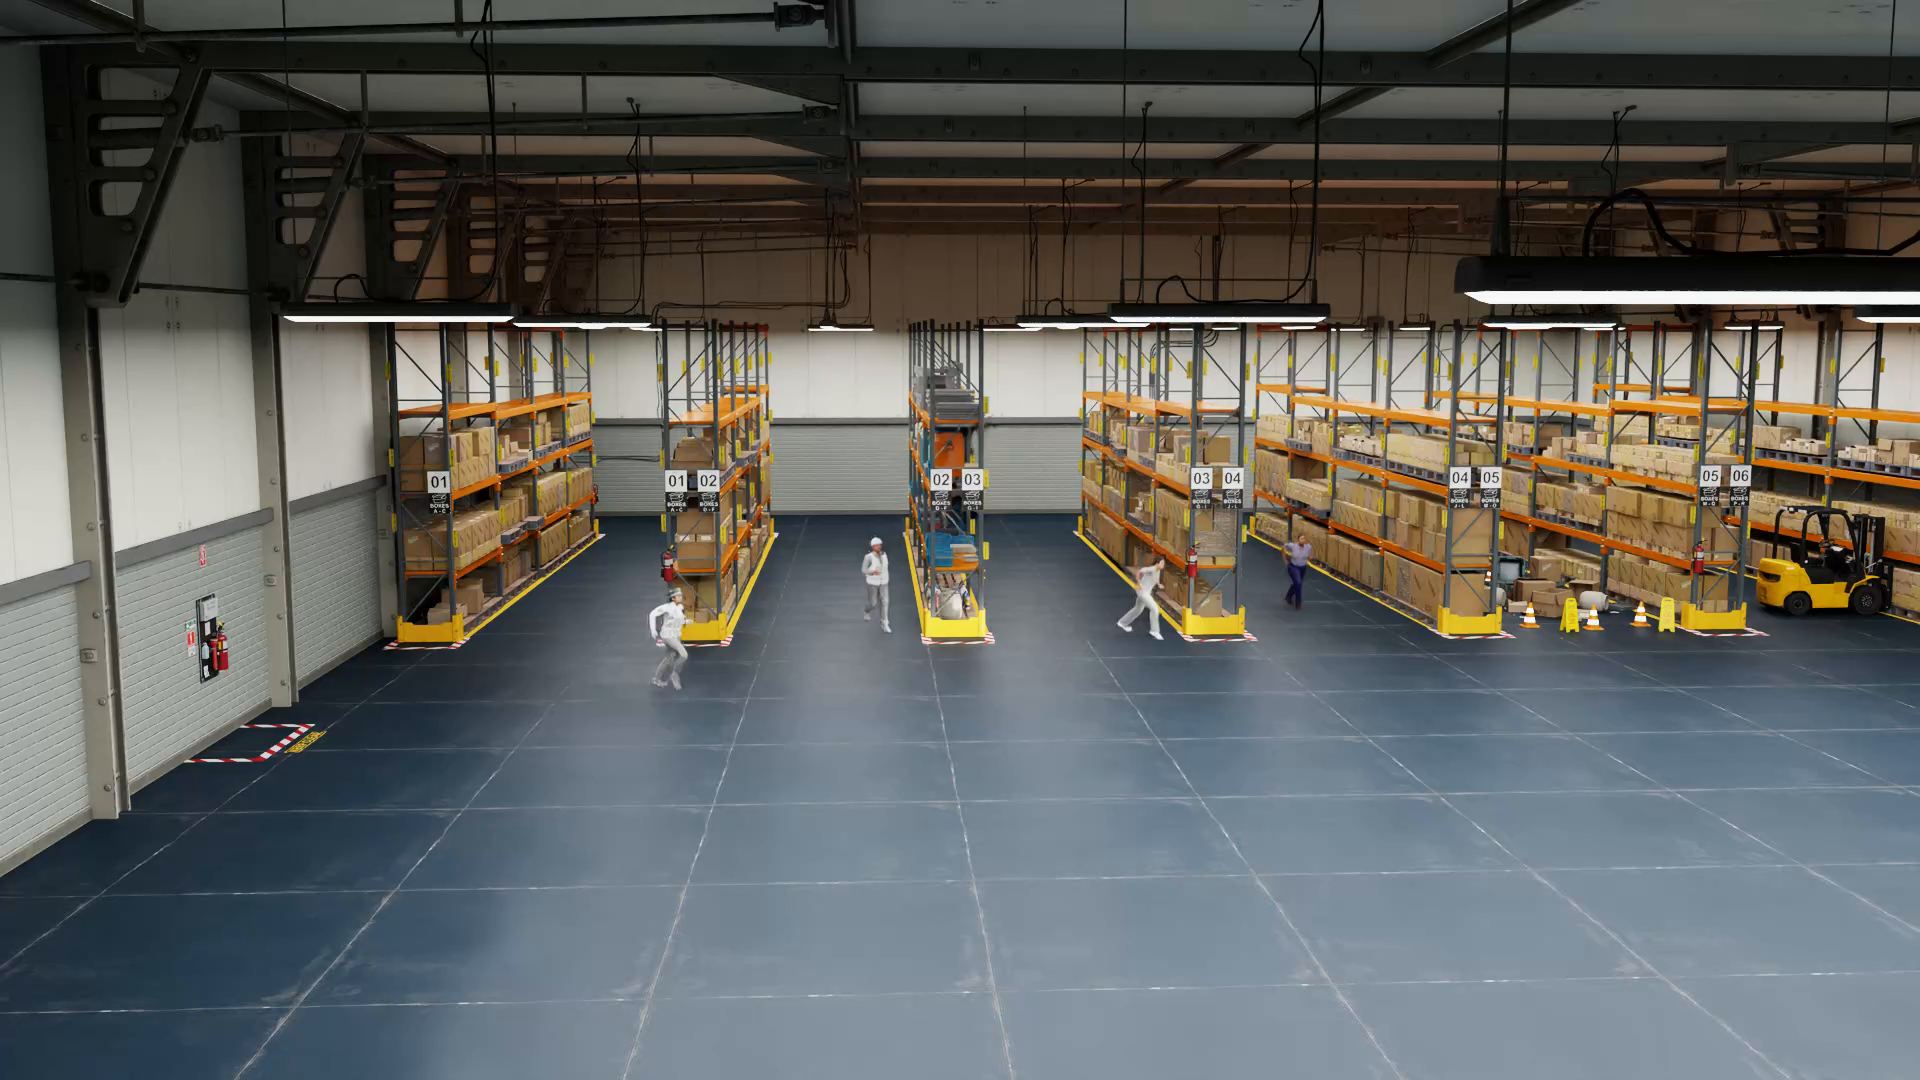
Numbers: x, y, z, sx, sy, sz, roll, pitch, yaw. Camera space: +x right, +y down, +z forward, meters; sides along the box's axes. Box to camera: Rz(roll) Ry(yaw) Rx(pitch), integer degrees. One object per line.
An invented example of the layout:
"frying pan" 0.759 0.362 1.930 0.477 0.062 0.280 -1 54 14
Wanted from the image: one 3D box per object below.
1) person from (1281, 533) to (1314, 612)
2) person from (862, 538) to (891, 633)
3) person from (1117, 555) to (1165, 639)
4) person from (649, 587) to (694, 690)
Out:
"person" 7.017 0.655 34.704 0.599 1.655 0.915 -2 7 -18
"person" -1.609 0.843 32.029 0.663 1.798 0.949 -4 8 -29
"person" 3.424 1.080 31.514 0.960 1.615 0.606 4 8 32
"person" -4.651 1.585 26.781 0.786 1.674 0.640 3 8 23
